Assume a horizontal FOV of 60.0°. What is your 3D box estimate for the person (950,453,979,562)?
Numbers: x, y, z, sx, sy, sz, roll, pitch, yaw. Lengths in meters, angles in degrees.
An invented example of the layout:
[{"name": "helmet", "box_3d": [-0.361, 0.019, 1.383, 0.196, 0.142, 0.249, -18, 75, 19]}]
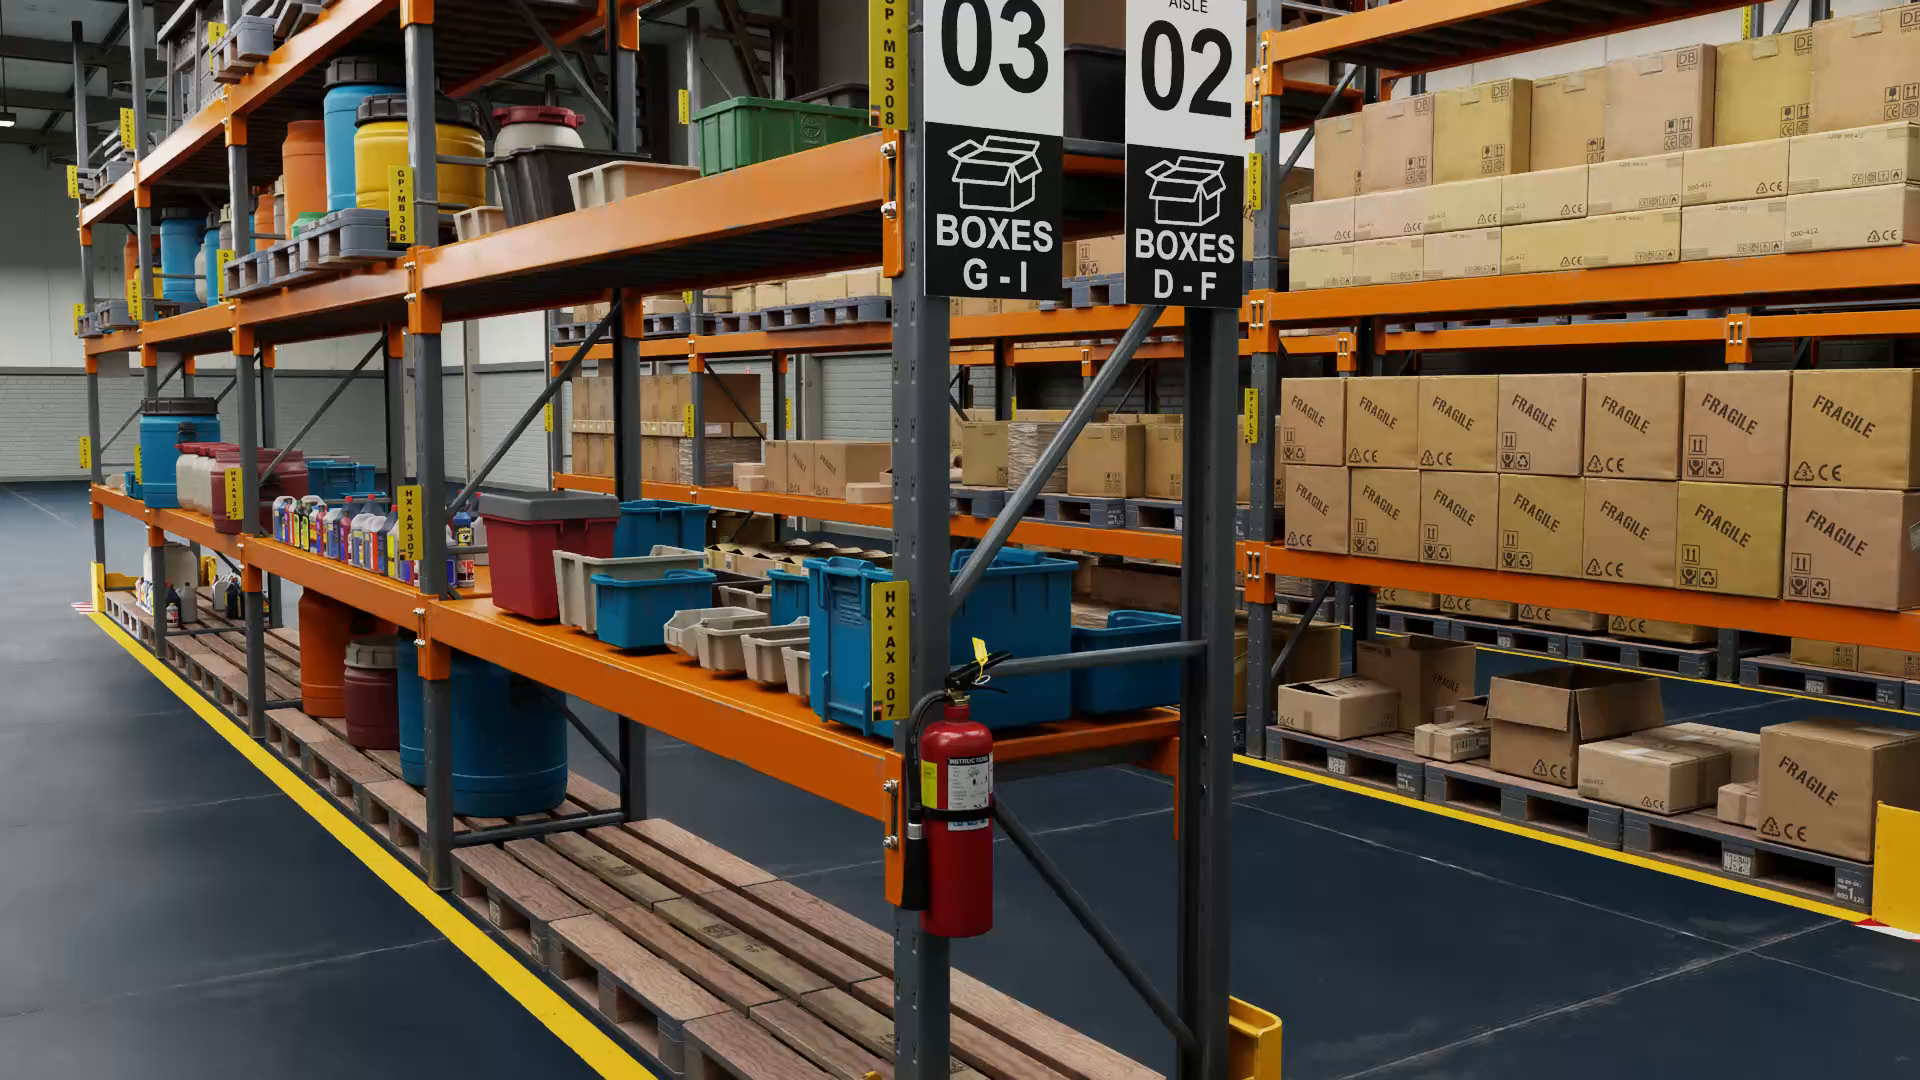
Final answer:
[{"name": "person", "box_3d": [0.078, -0.015, 16.264, 0.470, 1.659, 0.475, -3, 6, -33]}]
